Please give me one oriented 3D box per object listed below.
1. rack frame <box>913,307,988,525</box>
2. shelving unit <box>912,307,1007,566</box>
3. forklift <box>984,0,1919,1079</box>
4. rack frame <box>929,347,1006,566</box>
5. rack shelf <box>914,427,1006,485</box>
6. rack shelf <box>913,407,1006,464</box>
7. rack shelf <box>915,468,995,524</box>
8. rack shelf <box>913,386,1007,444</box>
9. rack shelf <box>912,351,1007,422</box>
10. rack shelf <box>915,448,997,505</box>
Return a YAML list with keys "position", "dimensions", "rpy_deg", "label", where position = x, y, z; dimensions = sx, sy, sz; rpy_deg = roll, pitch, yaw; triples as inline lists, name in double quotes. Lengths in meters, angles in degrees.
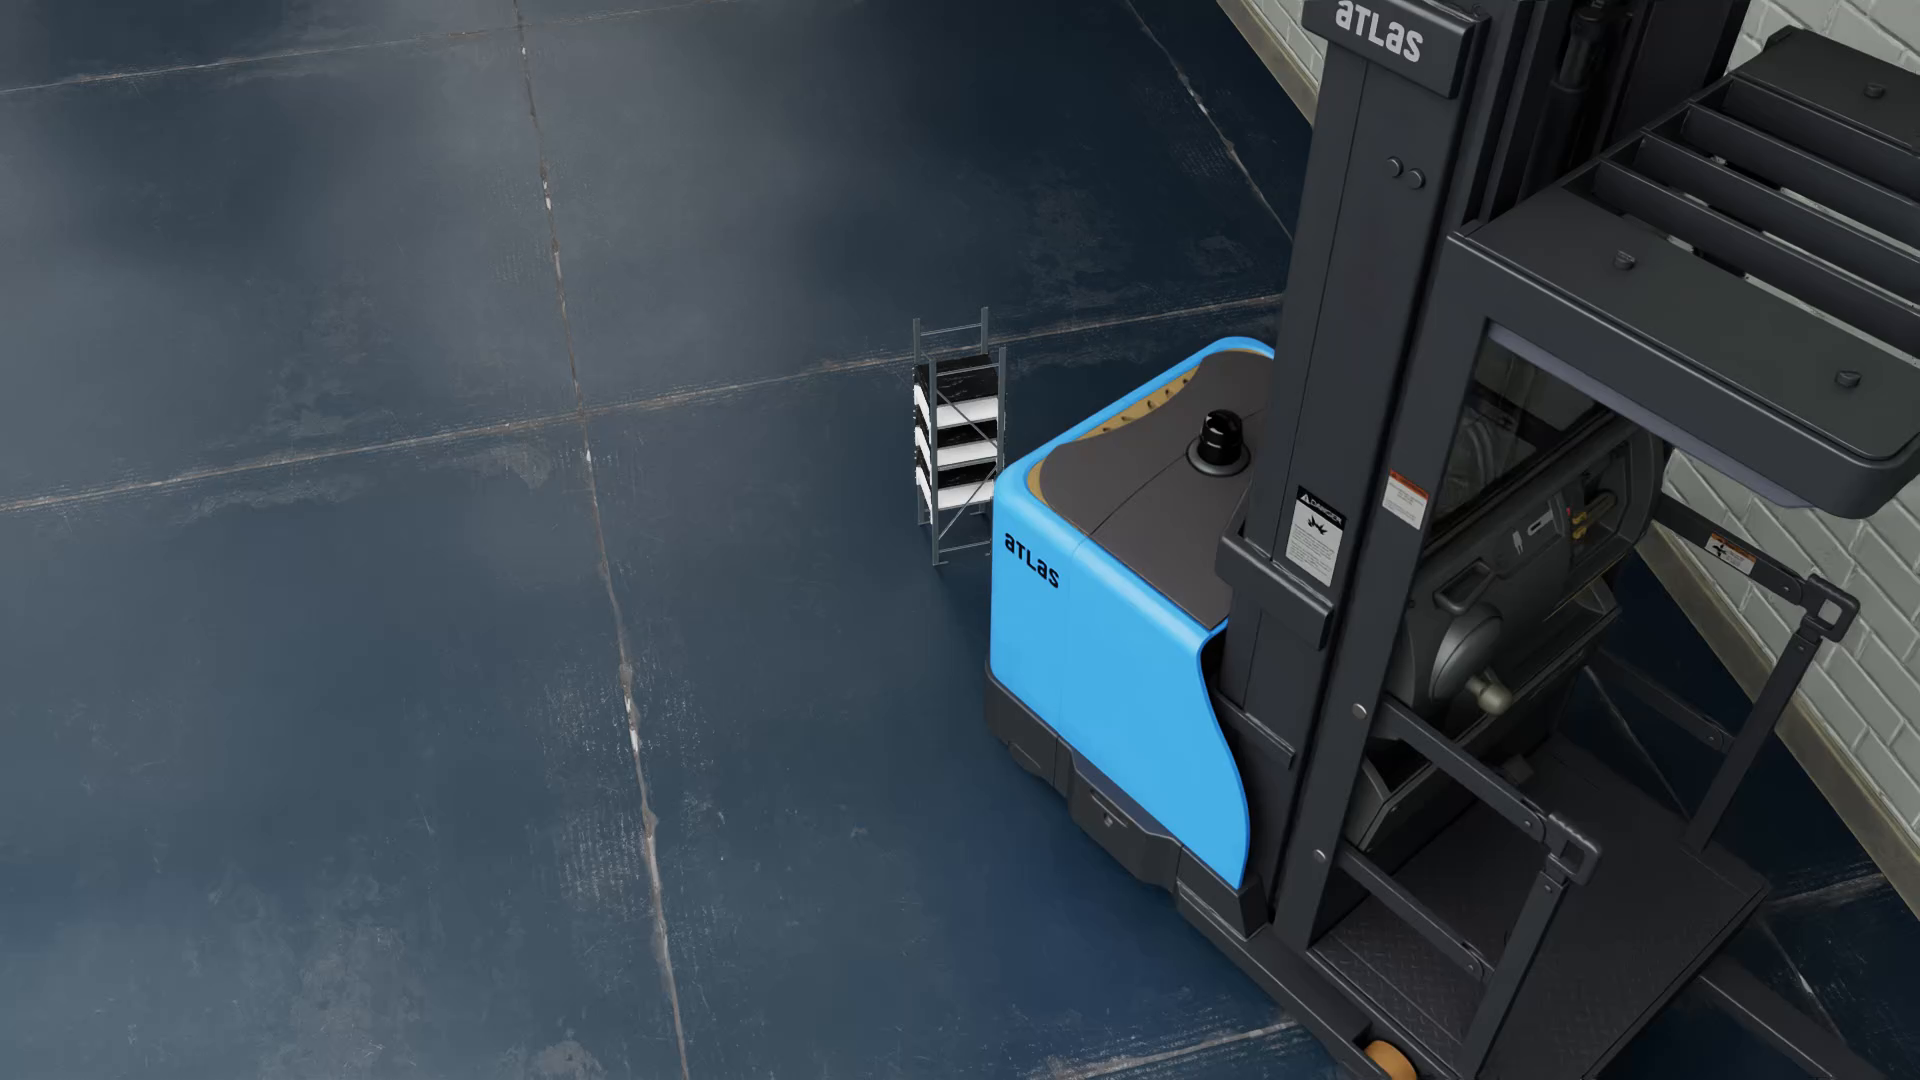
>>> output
- position: [-0.028, -0.391, 5.503]
  dimensions: [0.240, 0.900, 0.006]
  rpy_deg: [-11, 47, -10]
  label: "rack frame"
- position: [-0.002, -0.321, 5.434]
  dimensions: [0.258, 0.900, 0.210]
  rpy_deg: [-11, 47, -10]
  label: "shelving unit"
- position: [1.418, 0.126, 3.574]
  dimensions: [1.130, 2.935, 3.031]
  rpy_deg: [-32, 53, -27]
  label: "forklift"
- position: [0.024, -0.250, 5.365]
  dimensions: [0.240, 0.900, 0.006]
  rpy_deg: [-11, 47, -10]
  label: "rack frame"
- position: [-0.002, -0.297, 5.458]
  dimensions: [0.258, 0.077, 0.200]
  rpy_deg: [-11, 47, -10]
  label: "rack shelf"
- position: [-0.002, -0.360, 5.394]
  dimensions: [0.258, 0.077, 0.200]
  rpy_deg: [-11, 47, -10]
  label: "rack shelf"
- position: [-0.002, -0.171, 5.586]
  dimensions: [0.258, 0.077, 0.200]
  rpy_deg: [-11, 47, -10]
  label: "rack shelf"
- position: [-0.002, -0.423, 5.329]
  dimensions: [0.258, 0.077, 0.200]
  rpy_deg: [-11, 47, -10]
  label: "rack shelf"
- position: [-0.002, -0.486, 5.265]
  dimensions: [0.258, 0.077, 0.200]
  rpy_deg: [-11, 47, -10]
  label: "rack shelf"
- position: [-0.002, -0.234, 5.522]
  dimensions: [0.258, 0.077, 0.200]
  rpy_deg: [-11, 47, -10]
  label: "rack shelf"
